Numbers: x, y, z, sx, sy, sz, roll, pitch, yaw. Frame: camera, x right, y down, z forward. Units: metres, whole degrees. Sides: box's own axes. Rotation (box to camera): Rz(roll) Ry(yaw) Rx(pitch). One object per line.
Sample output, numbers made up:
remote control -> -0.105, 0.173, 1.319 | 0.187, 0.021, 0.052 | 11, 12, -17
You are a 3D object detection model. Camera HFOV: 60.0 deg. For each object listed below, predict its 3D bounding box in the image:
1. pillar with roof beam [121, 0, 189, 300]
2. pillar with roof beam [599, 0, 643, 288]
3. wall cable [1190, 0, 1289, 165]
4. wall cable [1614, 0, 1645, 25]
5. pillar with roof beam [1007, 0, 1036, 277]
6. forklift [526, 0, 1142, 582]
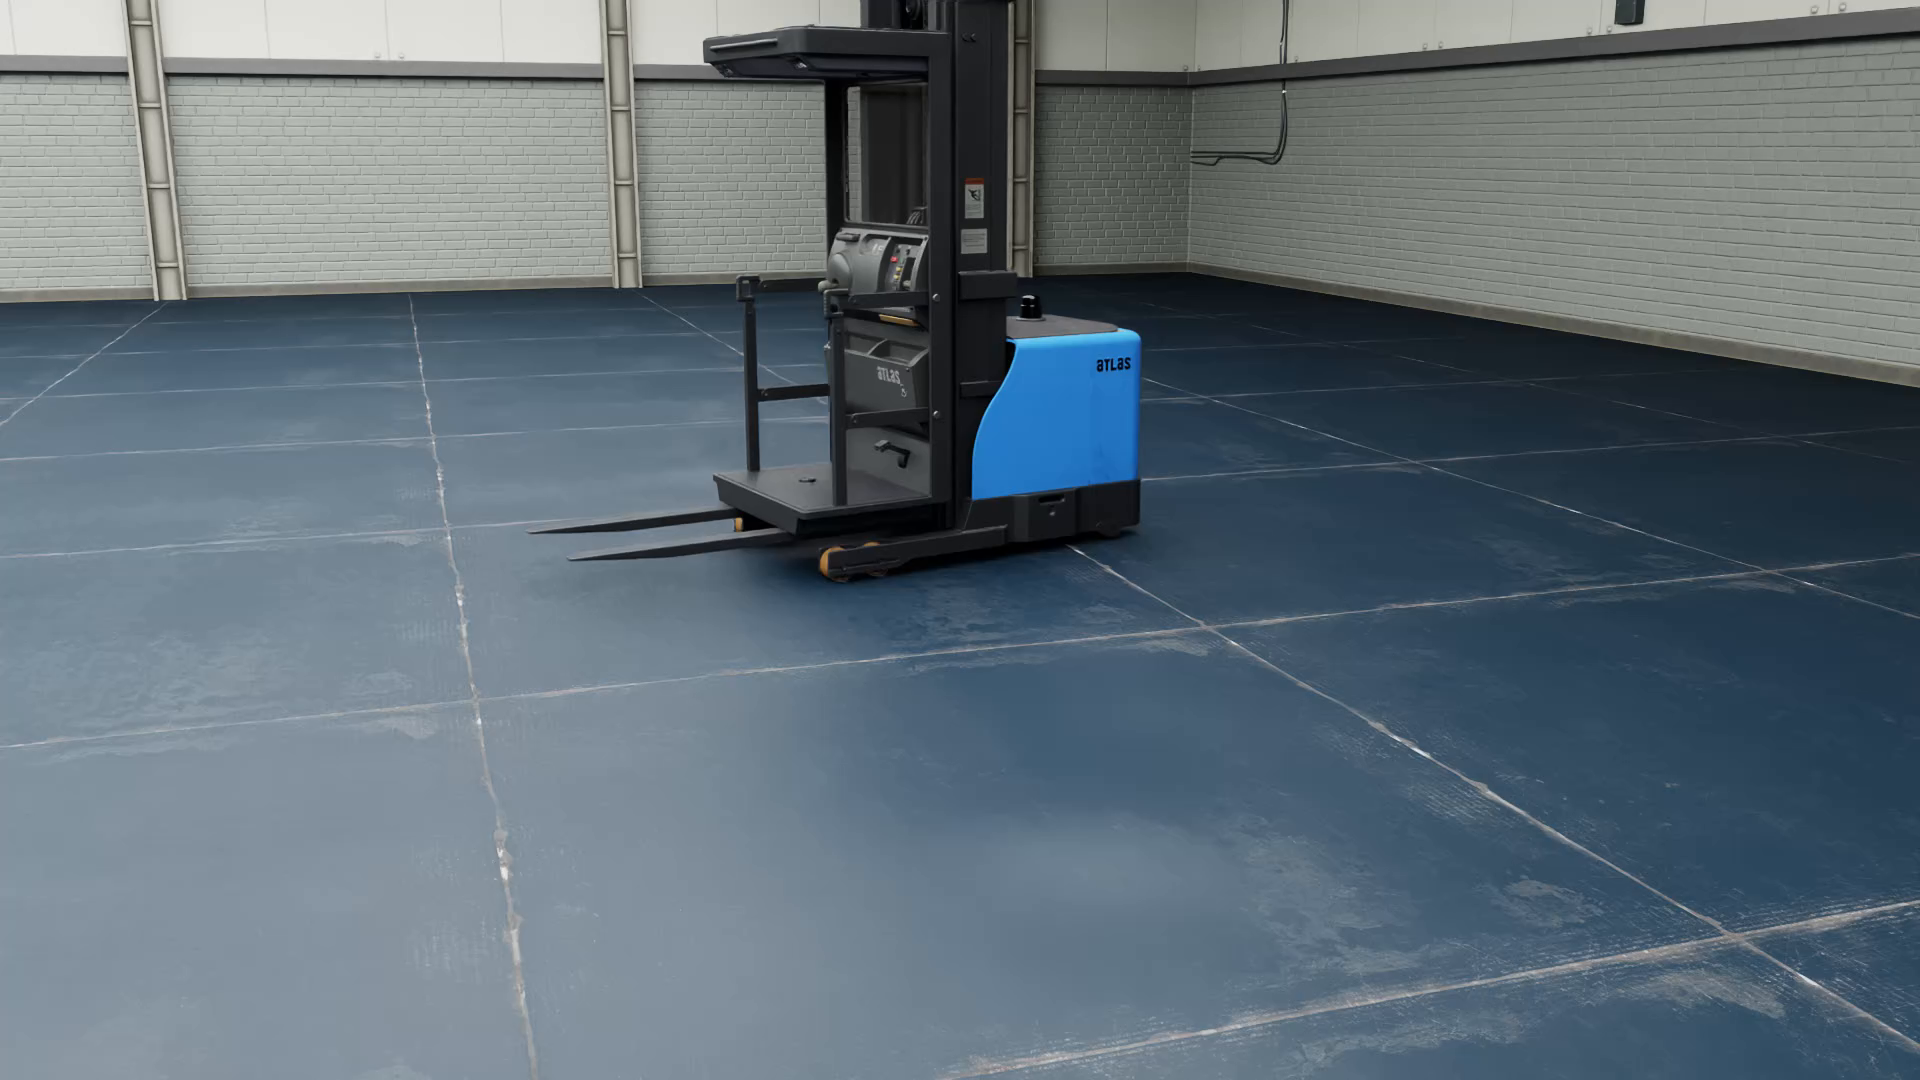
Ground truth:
pillar with roof beam -> -9.106, -6.638, 17.102 | 0.400, 9.000, 9.100 | -4, 14, -18
pillar with roof beam -> -3.419, -7.081, 18.964 | 0.400, 9.000, 9.100 | -4, 14, -18
wall cable -> 4.108, -6.884, 24.849 | 0.112, 2.526, 3.097 | -4, 14, -18
wall cable -> 7.121, -7.966, 15.338 | 0.169, 6.003, 2.305 | -4, 14, -18
pillar with roof beam -> 2.267, -7.523, 20.826 | 0.400, 9.000, 9.100 | -4, 14, -18
forklift -> -0.586, -1.367, 8.057 | 3.031, 2.935, 1.130 | -8, 15, -30
